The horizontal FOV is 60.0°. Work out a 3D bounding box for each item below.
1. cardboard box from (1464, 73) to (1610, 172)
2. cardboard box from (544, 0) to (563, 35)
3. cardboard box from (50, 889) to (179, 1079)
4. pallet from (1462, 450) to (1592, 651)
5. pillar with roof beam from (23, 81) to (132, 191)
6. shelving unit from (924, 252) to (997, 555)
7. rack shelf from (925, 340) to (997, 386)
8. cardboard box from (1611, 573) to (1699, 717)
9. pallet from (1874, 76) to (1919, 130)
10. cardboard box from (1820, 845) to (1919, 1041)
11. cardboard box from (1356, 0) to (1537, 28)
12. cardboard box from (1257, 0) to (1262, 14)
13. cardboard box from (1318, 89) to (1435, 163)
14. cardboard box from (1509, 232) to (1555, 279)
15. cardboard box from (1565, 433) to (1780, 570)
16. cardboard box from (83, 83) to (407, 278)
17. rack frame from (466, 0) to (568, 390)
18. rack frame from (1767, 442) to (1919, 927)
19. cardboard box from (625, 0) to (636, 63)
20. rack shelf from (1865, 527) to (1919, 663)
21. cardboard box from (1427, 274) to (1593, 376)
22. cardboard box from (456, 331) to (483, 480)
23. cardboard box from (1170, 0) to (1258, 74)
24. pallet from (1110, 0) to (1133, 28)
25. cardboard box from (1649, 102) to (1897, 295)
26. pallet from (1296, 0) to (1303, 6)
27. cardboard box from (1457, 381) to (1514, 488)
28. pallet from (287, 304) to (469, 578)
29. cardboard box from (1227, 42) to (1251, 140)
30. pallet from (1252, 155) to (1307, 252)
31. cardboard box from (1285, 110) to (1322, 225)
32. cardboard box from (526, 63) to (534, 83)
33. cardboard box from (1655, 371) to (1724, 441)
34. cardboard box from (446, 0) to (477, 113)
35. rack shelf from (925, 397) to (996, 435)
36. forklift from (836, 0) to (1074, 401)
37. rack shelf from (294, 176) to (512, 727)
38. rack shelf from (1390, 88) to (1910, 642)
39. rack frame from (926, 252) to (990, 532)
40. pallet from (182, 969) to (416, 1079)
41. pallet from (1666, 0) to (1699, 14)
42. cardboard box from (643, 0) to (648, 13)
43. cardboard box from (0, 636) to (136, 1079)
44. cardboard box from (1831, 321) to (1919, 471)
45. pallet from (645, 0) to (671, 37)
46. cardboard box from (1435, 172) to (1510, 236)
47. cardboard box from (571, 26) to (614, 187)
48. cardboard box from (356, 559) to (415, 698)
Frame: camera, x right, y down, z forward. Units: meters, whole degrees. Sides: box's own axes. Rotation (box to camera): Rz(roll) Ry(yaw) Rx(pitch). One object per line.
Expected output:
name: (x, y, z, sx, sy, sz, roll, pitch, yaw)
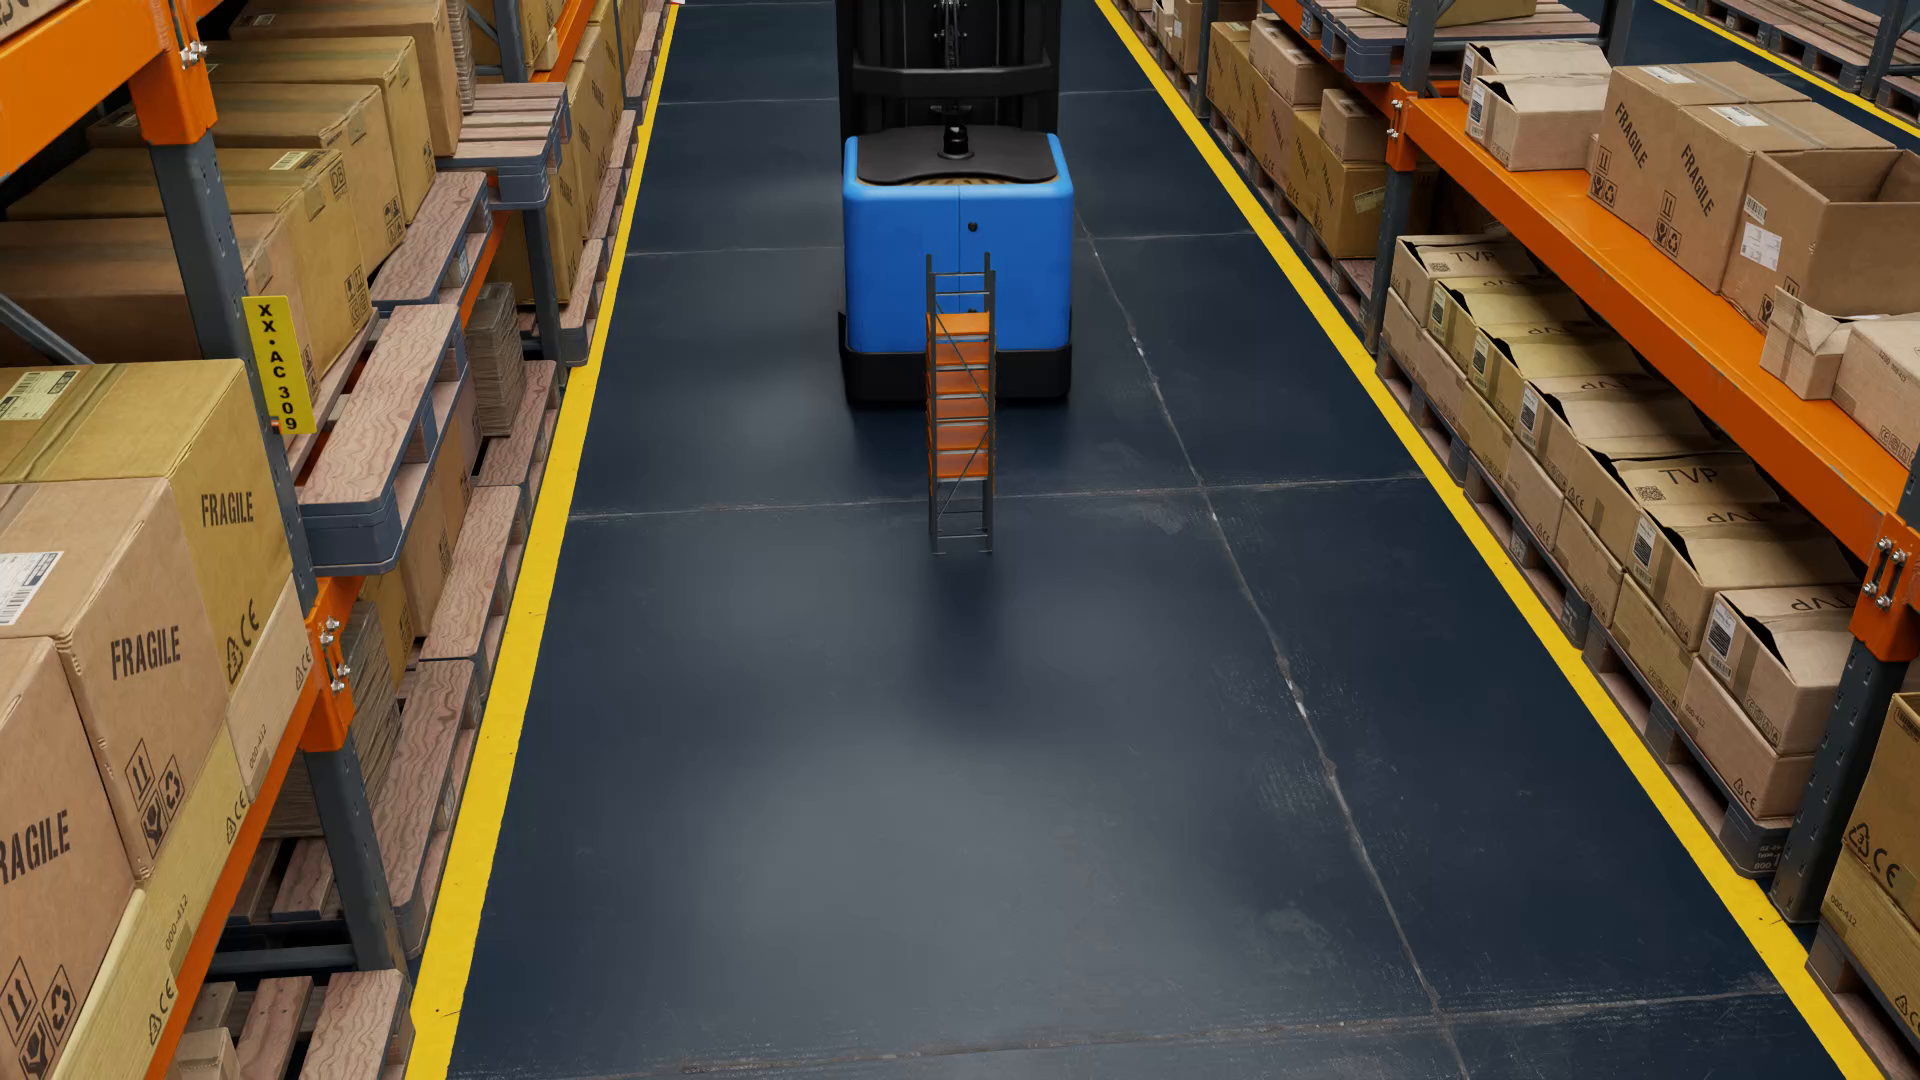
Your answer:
cardboard box: (2.429, -1.752, 6.845, 0.500, 0.311, 0.500, -3, 31, -5)
cardboard box: (-2.223, -2.724, 7.979, 0.500, 0.500, 0.500, -2, 31, -3)
cardboard box: (-1.573, 0.819, 2.580, 0.500, 0.250, 0.500, -3, 31, -5)
pallet: (2.688, -0.015, 6.570, 1.003, 0.211, 1.213, -3, 31, -5)
pillar with roof beam: (1.153, -4.094, 4.828, 9.100, 9.000, 0.400, -3, 31, -5)
shelving unit: (0.001, -0.508, 6.430, 0.258, 1.200, 0.189, -3, 31, -5)
rack shelf: (0.001, -0.676, 6.330, 0.258, 0.103, 0.180, -3, 31, -5)
cardboard box: (2.540, 0.330, 5.544, 0.500, 0.250, 0.500, -3, 31, -5)
pallet: (7.128, -2.941, 11.467, 1.003, 0.211, 1.213, -3, 31, -5)
cardboard box: (2.654, 1.037, 4.360, 0.500, 0.250, 0.500, -3, 31, -5)
cardboard box: (2.368, -2.796, 7.998, 0.700, 0.500, 0.500, -13, 33, -21)
cardboard box: (1.984, -4.374, 13.154, 0.797, 0.503, 0.637, -3, 31, -5)
cardboard box: (2.208, -2.189, 8.766, 0.500, 0.250, 0.500, -2, 31, -3)
cardboard box: (2.833, -1.241, 7.628, 0.500, 0.311, 0.500, -2, 31, -3)
cardboard box: (2.490, -0.168, 5.831, 0.500, 0.311, 0.500, -3, 31, -5)
cardboard box: (-2.171, -1.088, 5.120, 0.700, 0.500, 0.500, 1, 31, 2)
rack frame: (-2.393, -2.017, 7.202, 1.000, 3.000, 0.127, -3, 31, -5)
rack frame: (2.912, -0.214, 4.183, 1.000, 3.000, 0.127, -3, 31, -5)
cardboard box: (-2.778, -3.810, 12.231, 0.700, 0.500, 0.500, -3, 31, -5)
rack shelf: (3.099, 1.116, 2.658, 1.077, 0.370, 4.000, -3, 31, -5)
cardboard box: (2.353, -0.948, 7.136, 0.500, 0.311, 0.500, -3, 31, -6)
cardboard box: (-2.341, -0.499, 6.669, 0.700, 0.500, 0.500, -3, 31, -5)
cardboard box: (1.829, -3.691, 12.014, 0.500, 0.500, 0.500, -3, 31, -5)
pallet: (1.874, -4.698, 14.409, 1.003, 0.211, 1.213, -3, 31, -5)
cardboard box: (2.761, -1.174, 5.694, 0.500, 0.500, 0.500, -3, 31, -5)
pallet: (2.352, -3.166, 9.313, 1.003, 0.211, 1.213, -3, 31, -5)
cardboard box: (2.398, -0.453, 6.855, 0.500, 0.250, 0.500, -4, 31, -6)
pallet: (-1.946, -0.290, 4.497, 1.003, 0.211, 1.213, -3, 31, -5)
cardboard box: (2.028, -2.884, 10.661, 0.500, 0.500, 0.500, -2, 31, -4)
pallet: (2.396, -2.063, 9.999, 1.003, 0.211, 1.213, -3, 31, -5)
cardboard box: (2.170, -2.102, 9.353, 0.500, 0.500, 0.500, -4, 31, -6)
cardboard box: (-2.208, -2.226, 7.777, 0.380, 0.149, 0.250, -2, 31, -4)
cardboard box: (2.977, -0.462, 6.324, 0.500, 0.311, 0.500, -2, 31, -3)
cardboard box: (-2.339, -2.009, 6.662, 0.700, 0.500, 0.500, -6, 31, -10)
rack shelf: (0.001, -0.470, 6.453, 0.258, 0.103, 0.180, -3, 31, -5)
forklift: (-0.067, -2.624, 8.285, 1.130, 2.935, 3.031, -1, 31, -2)
rack shelf: (-2.206, -0.687, 5.677, 1.077, 0.370, 4.000, -3, 31, -5)
rack shelf: (2.726, -0.926, 6.077, 1.077, 0.370, 4.000, -3, 31, -5)
rack frame: (-0.007, -0.554, 6.508, 0.240, 1.200, 0.006, -3, 31, -5)
pallet: (-1.921, 1.564, 3.926, 1.003, 0.211, 1.213, -3, 31, -5)
pallet: (6.762, -4.956, 14.841, 1.003, 0.211, 1.213, -3, 31, -5)
cardboard box: (-2.929, -4.600, 13.555, 0.700, 0.500, 0.500, -3, 31, -5)
cardboard box: (-1.578, 0.498, 2.387, 0.500, 0.500, 0.500, -4, 31, -6)
cardboard box: (2.823, -0.399, 4.639, 0.500, 0.250, 0.500, -1, 31, -1)
pallet: (-2.988, -4.500, 14.078, 1.003, 0.211, 1.213, -3, 31, -5)
cardboard box: (2.781, -1.618, 8.542, 0.500, 0.500, 0.500, -1, 31, -2)
cardboard box: (-2.491, -2.537, 9.759, 0.750, 0.750, 0.750, -2, 31, -3)
cardboard box: (-2.203, 0.273, 5.376, 0.700, 0.500, 0.500, -3, 31, -6)
